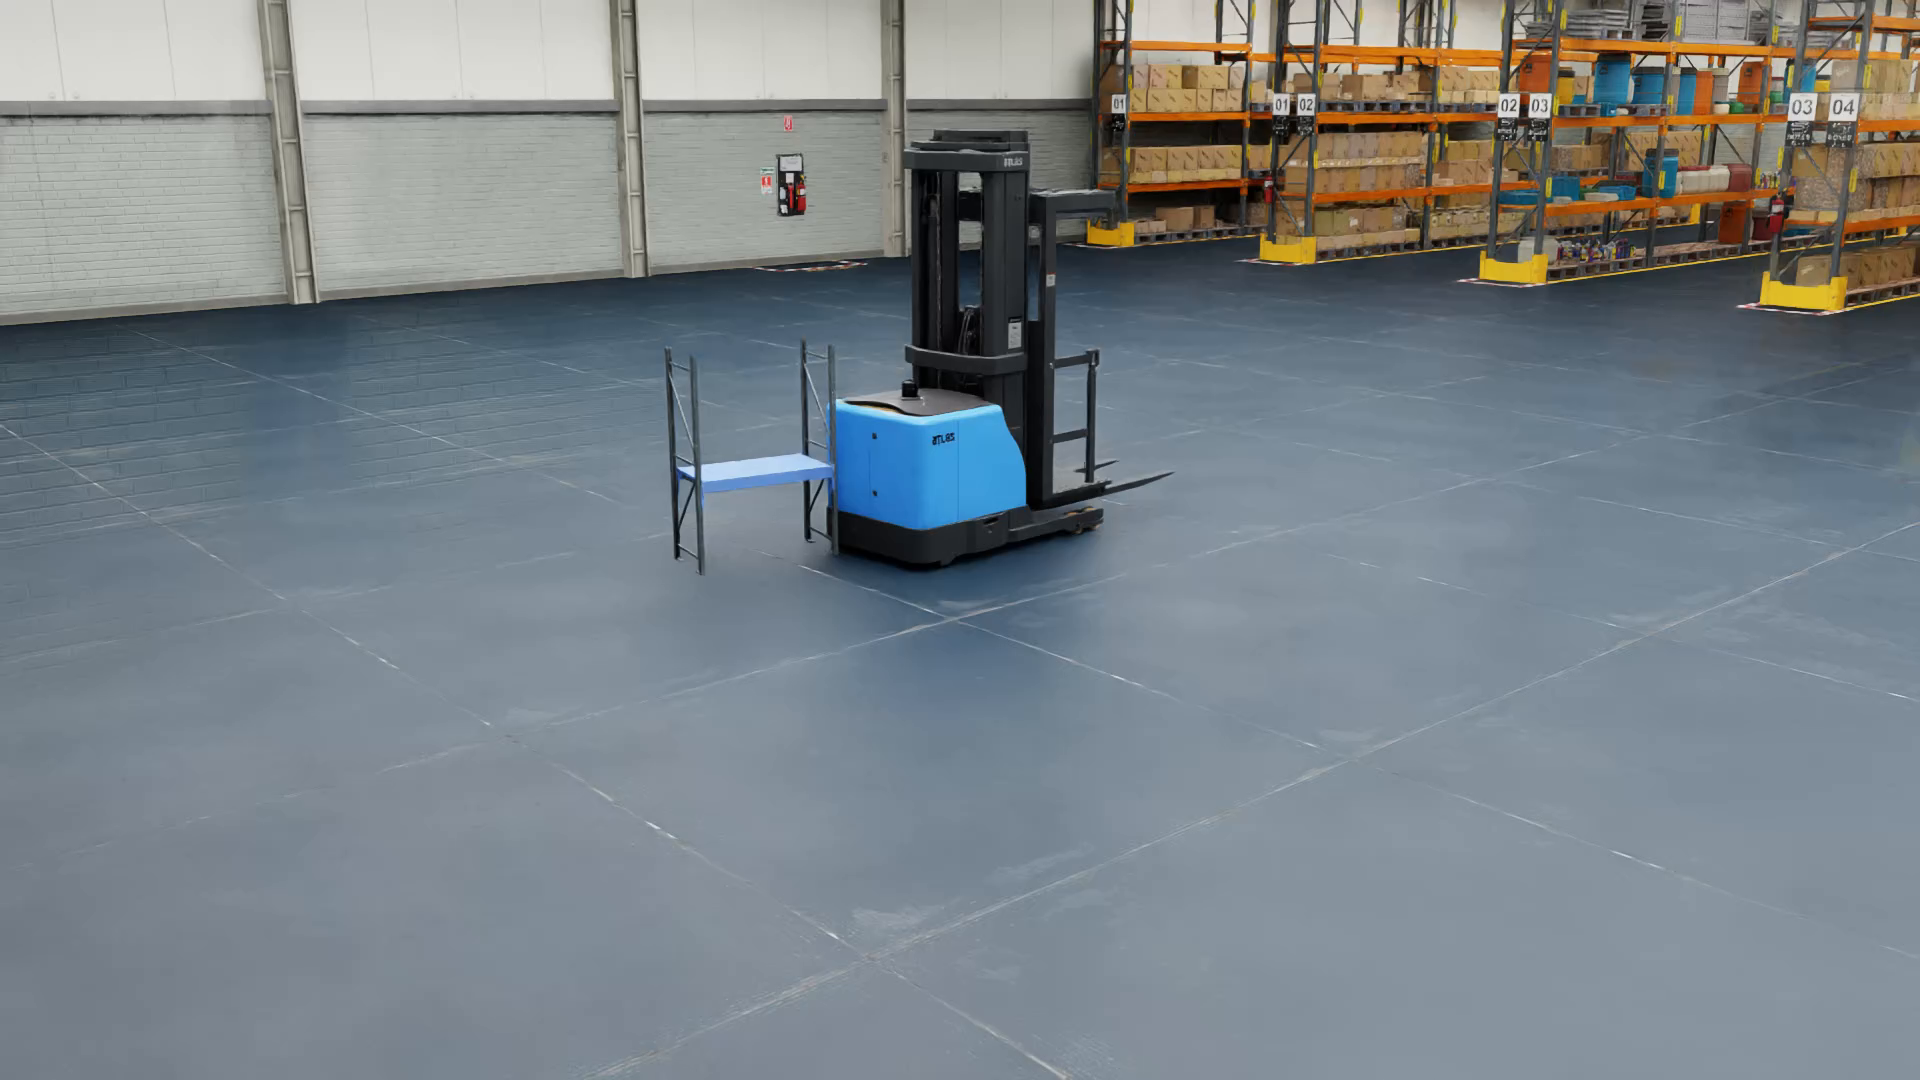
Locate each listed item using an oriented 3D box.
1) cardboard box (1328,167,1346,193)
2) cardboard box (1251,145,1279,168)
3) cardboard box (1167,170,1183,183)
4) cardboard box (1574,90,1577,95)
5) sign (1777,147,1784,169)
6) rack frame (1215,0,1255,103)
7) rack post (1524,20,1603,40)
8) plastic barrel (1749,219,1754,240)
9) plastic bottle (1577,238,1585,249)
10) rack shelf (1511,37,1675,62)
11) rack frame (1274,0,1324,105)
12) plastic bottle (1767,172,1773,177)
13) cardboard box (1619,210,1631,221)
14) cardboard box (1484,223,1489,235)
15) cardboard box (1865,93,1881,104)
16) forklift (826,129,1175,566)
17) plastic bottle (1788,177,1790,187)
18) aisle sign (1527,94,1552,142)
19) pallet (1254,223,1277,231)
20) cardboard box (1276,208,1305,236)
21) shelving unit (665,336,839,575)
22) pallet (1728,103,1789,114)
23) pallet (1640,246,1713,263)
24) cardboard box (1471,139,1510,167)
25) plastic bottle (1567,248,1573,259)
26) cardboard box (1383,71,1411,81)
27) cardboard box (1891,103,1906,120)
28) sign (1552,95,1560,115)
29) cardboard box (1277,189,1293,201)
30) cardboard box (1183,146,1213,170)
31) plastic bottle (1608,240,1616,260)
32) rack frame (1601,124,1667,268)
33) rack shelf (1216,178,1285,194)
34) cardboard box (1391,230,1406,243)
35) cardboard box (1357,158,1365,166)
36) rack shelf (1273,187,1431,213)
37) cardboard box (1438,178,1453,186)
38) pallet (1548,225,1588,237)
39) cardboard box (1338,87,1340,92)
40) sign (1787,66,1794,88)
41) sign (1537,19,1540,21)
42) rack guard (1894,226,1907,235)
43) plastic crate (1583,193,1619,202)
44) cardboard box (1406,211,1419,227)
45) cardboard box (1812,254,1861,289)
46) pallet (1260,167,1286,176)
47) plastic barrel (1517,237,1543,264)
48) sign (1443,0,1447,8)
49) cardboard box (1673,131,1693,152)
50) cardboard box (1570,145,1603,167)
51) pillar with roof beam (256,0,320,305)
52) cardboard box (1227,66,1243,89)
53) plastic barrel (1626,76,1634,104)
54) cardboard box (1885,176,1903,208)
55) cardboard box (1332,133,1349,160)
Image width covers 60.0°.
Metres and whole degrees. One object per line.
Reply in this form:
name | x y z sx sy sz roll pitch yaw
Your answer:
cardboard box | 7.260 -7.208 33.229 0.500 0.500 0.700 -12 19 -38
cardboard box | 7.102 -9.068 39.341 0.500 0.500 0.700 -10 18 -34
cardboard box | 4.599 -8.091 36.980 0.500 0.250 0.500 -13 20 -40
cardboard box | 13.625 -10.101 38.247 0.500 0.500 0.910 -13 19 -39
sign | 12.657 -5.888 25.623 0.005 0.325 0.100 -13 19 -39
rack frame | 6.269 -11.533 37.989 0.127 3.000 1.000 -13 19 -39
rack post | 10.409 -8.788 28.683 0.954 0.300 0.937 -10 18 -33
plastic barrel | 16.515 -6.584 35.092 0.421 0.512 0.421 0 15 0
plastic bottle | 11.749 -5.551 31.499 0.185 0.351 0.144 -14 20 -42
rack shelf | 11.264 -8.725 29.645 4.000 0.370 1.077 -13 19 -39
rack frame | 6.506 -9.892 31.844 0.127 3.000 1.000 -13 19 -39
plastic bottle | 17.510 -7.840 36.029 0.135 0.276 0.152 -13 19 -39
cardboard box | 16.018 -7.969 40.628 0.500 0.311 0.500 -13 19 -39
cardboard box | 11.537 -6.914 36.835 0.500 0.250 0.500 -12 19 -38
cardboard box | 13.625 -6.660 25.077 0.250 0.149 0.380 -12 19 -38
forklift | 0.437 -1.542 12.344 3.031 2.935 1.130 -14 21 -43
plastic bottle | 17.375 -7.569 35.014 0.135 0.276 0.152 -13 19 -39
aisle sign | 9.893 -7.215 28.411 0.004 0.787 0.394 -13 19 -39
pallet | 7.776 -7.627 40.396 1.213 0.211 1.003 -13 19 -39
cardboard box | 6.716 -6.379 33.379 0.500 0.500 0.500 -13 19 -39
shelving unit | -1.442 -0.607 11.616 1.048 1.500 0.538 -9 17 -30
pallet | 16.431 -8.852 34.131 1.213 0.211 1.003 -13 19 -39
pallet | 14.260 -5.707 33.207 1.213 0.211 1.003 -13 19 -39
cardboard box | 14.402 -10.599 45.535 0.700 0.700 0.980 -13 20 -40
plastic bottle | 11.400 -5.359 31.070 0.097 0.201 0.097 0 15 0
cardboard box | 11.148 -11.842 42.460 0.500 0.250 0.500 -13 20 -41
cardboard box | 14.301 -6.644 25.788 0.500 0.250 0.500 -13 20 -40
sign | 10.113 -7.374 28.214 0.005 0.325 0.100 -13 19 -39
cardboard box | 7.922 -8.375 40.329 0.500 0.250 0.500 -13 20 -40
cardboard box | 5.356 -8.625 37.526 0.500 0.500 0.500 -13 20 -41
plastic bottle | 12.088 -5.386 30.883 0.185 0.351 0.144 -13 20 -40
rack frame | 12.773 -6.706 31.543 0.127 3.000 1.000 -13 19 -39
rack shelf | 7.778 -8.626 40.125 4.000 0.370 1.077 -13 19 -39
cardboard box | 8.934 -6.341 34.693 0.500 0.250 0.500 -13 19 -39
cardboard box | 7.914 -7.598 33.432 0.250 0.149 0.380 -13 20 -40
rack shelf | 8.015 -6.984 33.980 4.000 0.370 1.077 -13 19 -39
cardboard box | 10.327 -7.660 35.601 0.250 0.149 0.380 -13 19 -39
pallet | 14.049 -7.326 39.268 1.213 0.211 1.003 -13 19 -39
cardboard box | 7.202 -8.887 33.101 0.500 0.250 0.500 -13 19 -39
sign | 12.657 -7.052 25.312 0.005 0.325 0.100 -13 19 -39
sign | 15.667 -13.947 45.064 0.005 0.325 0.100 -13 19 -39
rack guard | 21.835 -7.538 39.500 0.348 0.500 1.175 -13 19 -39
plastic crate | 11.714 -6.254 30.362 0.437 0.136 0.530 -13 19 -39
cardboard box | 9.641 -6.941 35.849 0.500 0.311 0.500 -13 19 -39
cardboard box | 13.917 -4.270 26.452 0.500 0.500 0.500 -7 17 -25
pallet | 7.820 -8.876 40.040 1.213 0.211 1.003 -13 19 -39
plastic barrel | 10.201 -5.156 29.746 0.421 0.512 0.421 0 15 0
sign | 9.870 -10.985 33.820 0.005 0.325 0.100 -13 19 -39
cardboard box | 18.041 -10.020 41.820 0.500 0.500 0.500 -12 19 -38
cardboard box | 15.055 -9.241 40.024 0.700 0.500 0.500 8 17 28
pillar with roof beam | -7.541 -7.255 21.973 0.400 9.000 9.100 -13 19 -39
cardboard box | 6.069 -10.487 37.716 0.500 0.500 0.500 14 20 42
plastic barrel | 12.319 -8.377 30.957 0.421 0.512 0.421 0 15 0
cardboard box | 14.528 -5.611 26.672 0.500 0.500 0.875 -13 19 -39
cardboard box | 7.300 -7.844 33.096 0.500 0.500 0.700 -13 20 -41
